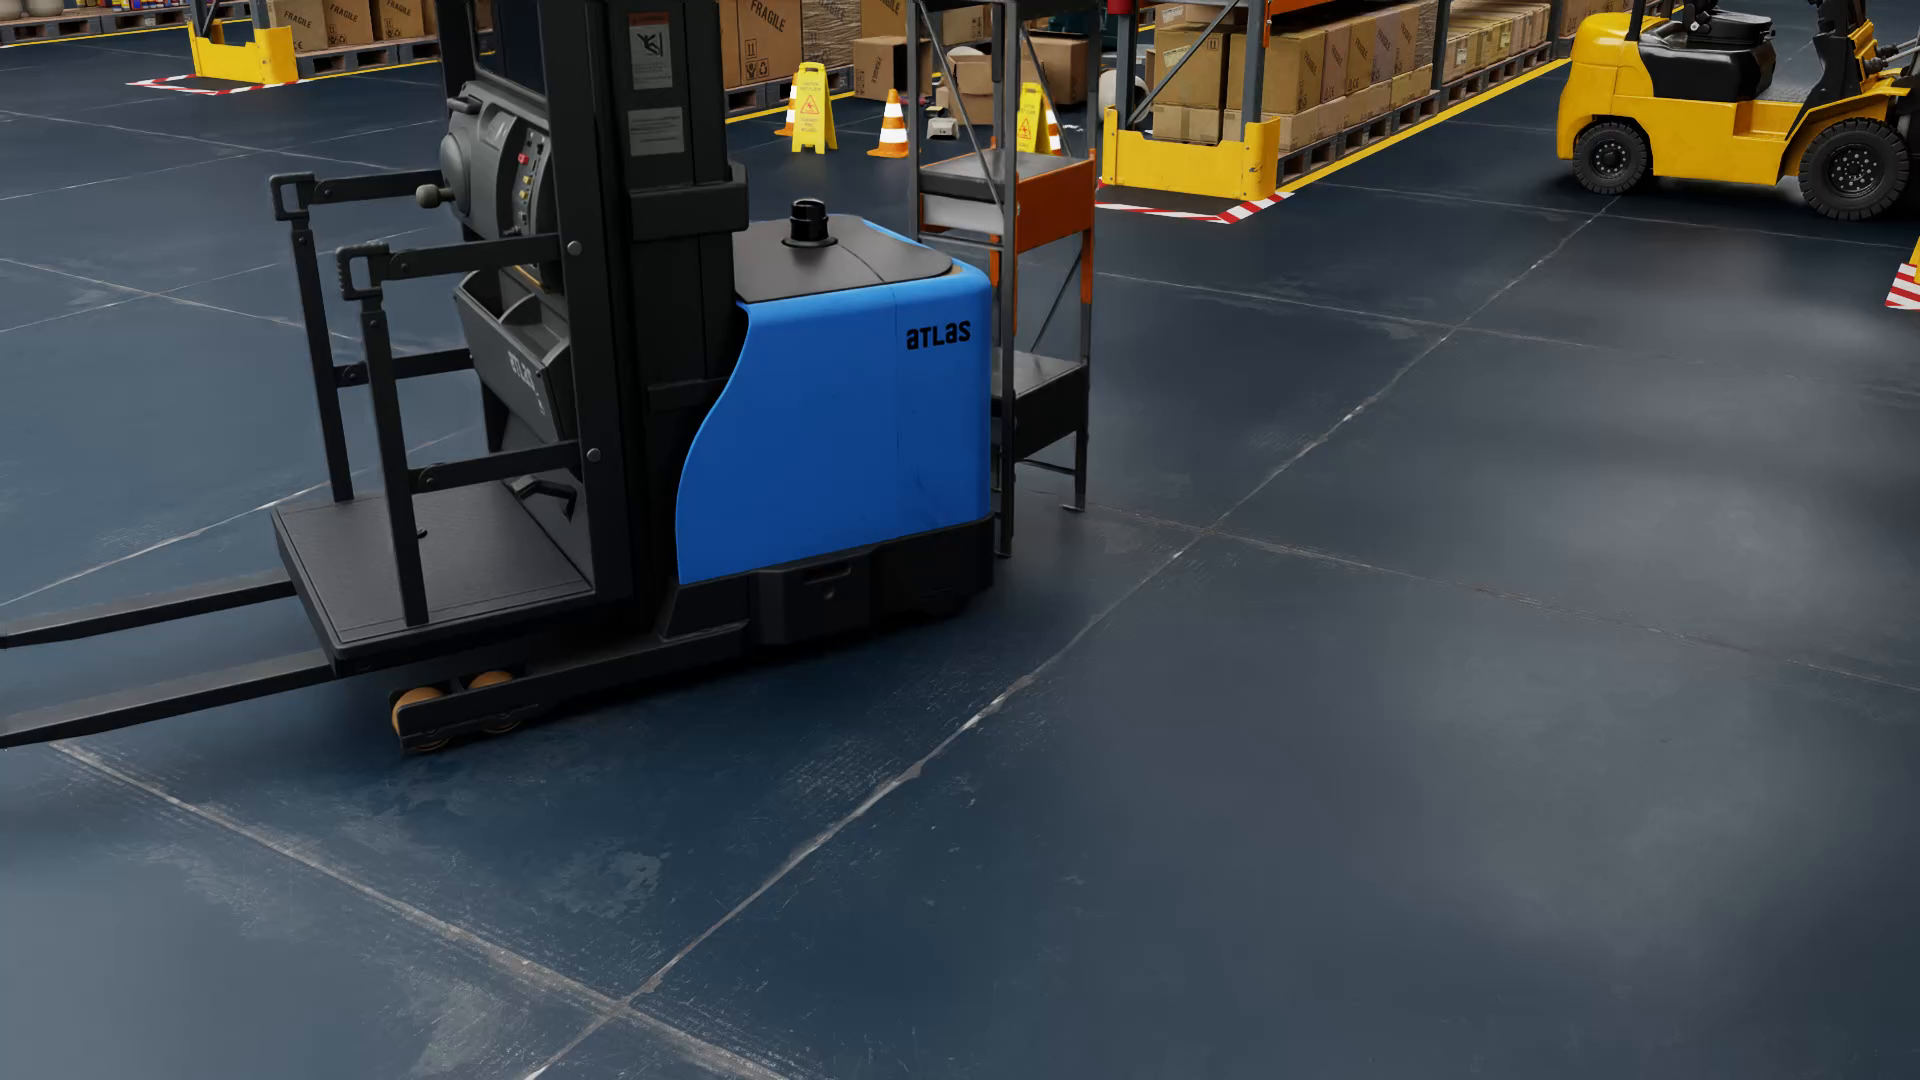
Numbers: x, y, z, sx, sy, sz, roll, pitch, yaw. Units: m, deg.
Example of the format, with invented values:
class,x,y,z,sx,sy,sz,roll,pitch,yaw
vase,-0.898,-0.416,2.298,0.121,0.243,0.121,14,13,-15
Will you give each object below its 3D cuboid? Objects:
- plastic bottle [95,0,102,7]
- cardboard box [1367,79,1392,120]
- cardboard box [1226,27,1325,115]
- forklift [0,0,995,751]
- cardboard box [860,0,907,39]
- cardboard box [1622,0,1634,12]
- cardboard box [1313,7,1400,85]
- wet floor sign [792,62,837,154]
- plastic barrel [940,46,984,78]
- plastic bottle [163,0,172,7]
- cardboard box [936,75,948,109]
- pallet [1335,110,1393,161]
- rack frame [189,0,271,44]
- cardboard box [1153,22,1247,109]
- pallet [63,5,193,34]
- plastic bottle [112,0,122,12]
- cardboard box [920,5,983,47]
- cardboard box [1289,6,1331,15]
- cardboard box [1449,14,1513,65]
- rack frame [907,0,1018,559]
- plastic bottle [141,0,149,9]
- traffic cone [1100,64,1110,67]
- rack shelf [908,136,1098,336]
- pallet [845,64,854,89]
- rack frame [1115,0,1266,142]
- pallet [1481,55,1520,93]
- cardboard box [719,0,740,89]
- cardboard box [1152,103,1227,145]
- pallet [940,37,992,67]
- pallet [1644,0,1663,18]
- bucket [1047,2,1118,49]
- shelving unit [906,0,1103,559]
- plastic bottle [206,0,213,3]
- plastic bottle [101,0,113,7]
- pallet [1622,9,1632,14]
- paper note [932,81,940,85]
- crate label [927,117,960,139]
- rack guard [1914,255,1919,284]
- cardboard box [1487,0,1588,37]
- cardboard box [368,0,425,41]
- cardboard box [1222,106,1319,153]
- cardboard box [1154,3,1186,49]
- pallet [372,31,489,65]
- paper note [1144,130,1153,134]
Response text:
class,x,y,z,sx,sy,sz,roll,pitch,yaw
plastic bottle,-10.377,-6.592,20.077,0.152,0.276,0.135,14,27,29
cardboard box,2.980,-3.407,12.777,0.500,0.250,0.500,14,27,30
cardboard box,2.170,-3.232,11.429,0.500,0.500,0.500,13,27,27
forklift,-1.430,-1.020,4.417,3.031,2.935,1.130,-13,26,-27
cardboard box,-1.042,-5.108,15.919,0.875,0.875,0.875,14,27,30
cardboard box,7.569,-6.776,19.774,0.875,0.875,0.875,15,27,31
cardboard box,2.989,-3.759,12.647,0.500,0.500,0.500,15,28,32
wet floor sign,-1.094,-3.233,12.405,0.267,0.644,0.232,9,25,20
plastic barrel,0.054,-4.201,14.922,0.421,0.421,0.512,-7,24,-17
plastic bottle,-9.568,-6.564,20.017,0.097,0.271,0.097,0,23,0
cardboard box,0.007,-3.867,14.349,0.396,0.266,0.258,20,30,38
pallet,2.641,-3.158,12.778,1.003,0.211,1.213,14,27,29
rack frame,-6.921,-5.811,15.399,1.000,3.000,0.127,14,27,29
cardboard box,1.699,-3.335,11.666,0.500,0.500,0.500,14,27,29
pallet,-10.052,-6.288,20.010,1.003,0.211,1.213,14,27,29
plastic bottle,-9.908,-6.346,19.513,0.097,0.271,0.097,0,23,0
cardboard box,-0.400,-5.477,16.928,1.050,0.750,0.750,14,27,29
cardboard box,2.520,-3.859,12.878,0.500,0.500,0.500,15,28,32
cardboard box,4.624,-4.727,15.674,0.950,0.372,0.625,15,28,31
rack frame,0.004,-0.946,5.291,0.400,2.100,0.015,15,28,31
plastic bottle,-9.727,-6.462,19.781,0.097,0.271,0.097,0,23,0
traffic cone,1.339,-5.060,16.856,0.336,0.463,0.334,14,27,29
rack shelf,0.143,-1.013,5.481,0.431,0.518,0.480,15,28,31
pallet,-1.119,-4.568,16.036,1.003,0.211,1.213,14,27,29
rack frame,1.498,-3.735,10.601,1.000,3.000,0.127,14,27,29
pallet,4.660,-4.482,15.836,1.003,0.211,1.213,14,27,29
cardboard box,-2.459,-4.198,13.818,0.875,0.875,0.875,14,27,29
cardboard box,1.708,-3.003,11.843,0.500,0.250,0.500,14,27,29
pallet,-0.308,-5.084,17.229,1.003,0.211,1.213,14,27,29
pallet,8.295,-6.745,21.066,1.003,0.211,1.213,14,27,29
bucket,1.236,-4.754,15.164,0.620,0.611,0.726,-6,22,-39
shelving unit,0.143,-1.025,5.475,0.431,2.100,0.503,15,28,31
plastic bottle,-9.266,-6.749,20.429,0.061,0.283,0.133,16,28,32
plastic bottle,-10.286,-6.574,20.025,0.061,0.283,0.133,14,27,29
pallet,7.485,-6.229,19.873,1.003,0.211,1.213,14,27,29
paper note,-0.236,-4.309,15.664,0.147,0.020,0.142,-3,24,-7
crate label,-0.132,-3.233,13.045,0.250,0.136,0.298,1,23,2
rack guard,5.704,-1.541,8.679,1.175,0.500,0.348,14,27,29
cardboard box,6.153,-5.868,17.675,0.875,0.875,0.875,14,27,28
cardboard box,-5.945,-5.481,17.252,0.500,0.500,0.500,17,29,34
cardboard box,2.158,-2.880,11.559,0.500,0.250,0.500,14,27,29
cardboard box,2.080,-4.648,14.904,0.500,0.500,0.500,14,27,29
pallet,-5.778,-5.234,17.575,1.003,0.211,1.213,14,27,29
paper note,1.542,-3.255,13.230,0.142,0.019,0.148,5,24,11
